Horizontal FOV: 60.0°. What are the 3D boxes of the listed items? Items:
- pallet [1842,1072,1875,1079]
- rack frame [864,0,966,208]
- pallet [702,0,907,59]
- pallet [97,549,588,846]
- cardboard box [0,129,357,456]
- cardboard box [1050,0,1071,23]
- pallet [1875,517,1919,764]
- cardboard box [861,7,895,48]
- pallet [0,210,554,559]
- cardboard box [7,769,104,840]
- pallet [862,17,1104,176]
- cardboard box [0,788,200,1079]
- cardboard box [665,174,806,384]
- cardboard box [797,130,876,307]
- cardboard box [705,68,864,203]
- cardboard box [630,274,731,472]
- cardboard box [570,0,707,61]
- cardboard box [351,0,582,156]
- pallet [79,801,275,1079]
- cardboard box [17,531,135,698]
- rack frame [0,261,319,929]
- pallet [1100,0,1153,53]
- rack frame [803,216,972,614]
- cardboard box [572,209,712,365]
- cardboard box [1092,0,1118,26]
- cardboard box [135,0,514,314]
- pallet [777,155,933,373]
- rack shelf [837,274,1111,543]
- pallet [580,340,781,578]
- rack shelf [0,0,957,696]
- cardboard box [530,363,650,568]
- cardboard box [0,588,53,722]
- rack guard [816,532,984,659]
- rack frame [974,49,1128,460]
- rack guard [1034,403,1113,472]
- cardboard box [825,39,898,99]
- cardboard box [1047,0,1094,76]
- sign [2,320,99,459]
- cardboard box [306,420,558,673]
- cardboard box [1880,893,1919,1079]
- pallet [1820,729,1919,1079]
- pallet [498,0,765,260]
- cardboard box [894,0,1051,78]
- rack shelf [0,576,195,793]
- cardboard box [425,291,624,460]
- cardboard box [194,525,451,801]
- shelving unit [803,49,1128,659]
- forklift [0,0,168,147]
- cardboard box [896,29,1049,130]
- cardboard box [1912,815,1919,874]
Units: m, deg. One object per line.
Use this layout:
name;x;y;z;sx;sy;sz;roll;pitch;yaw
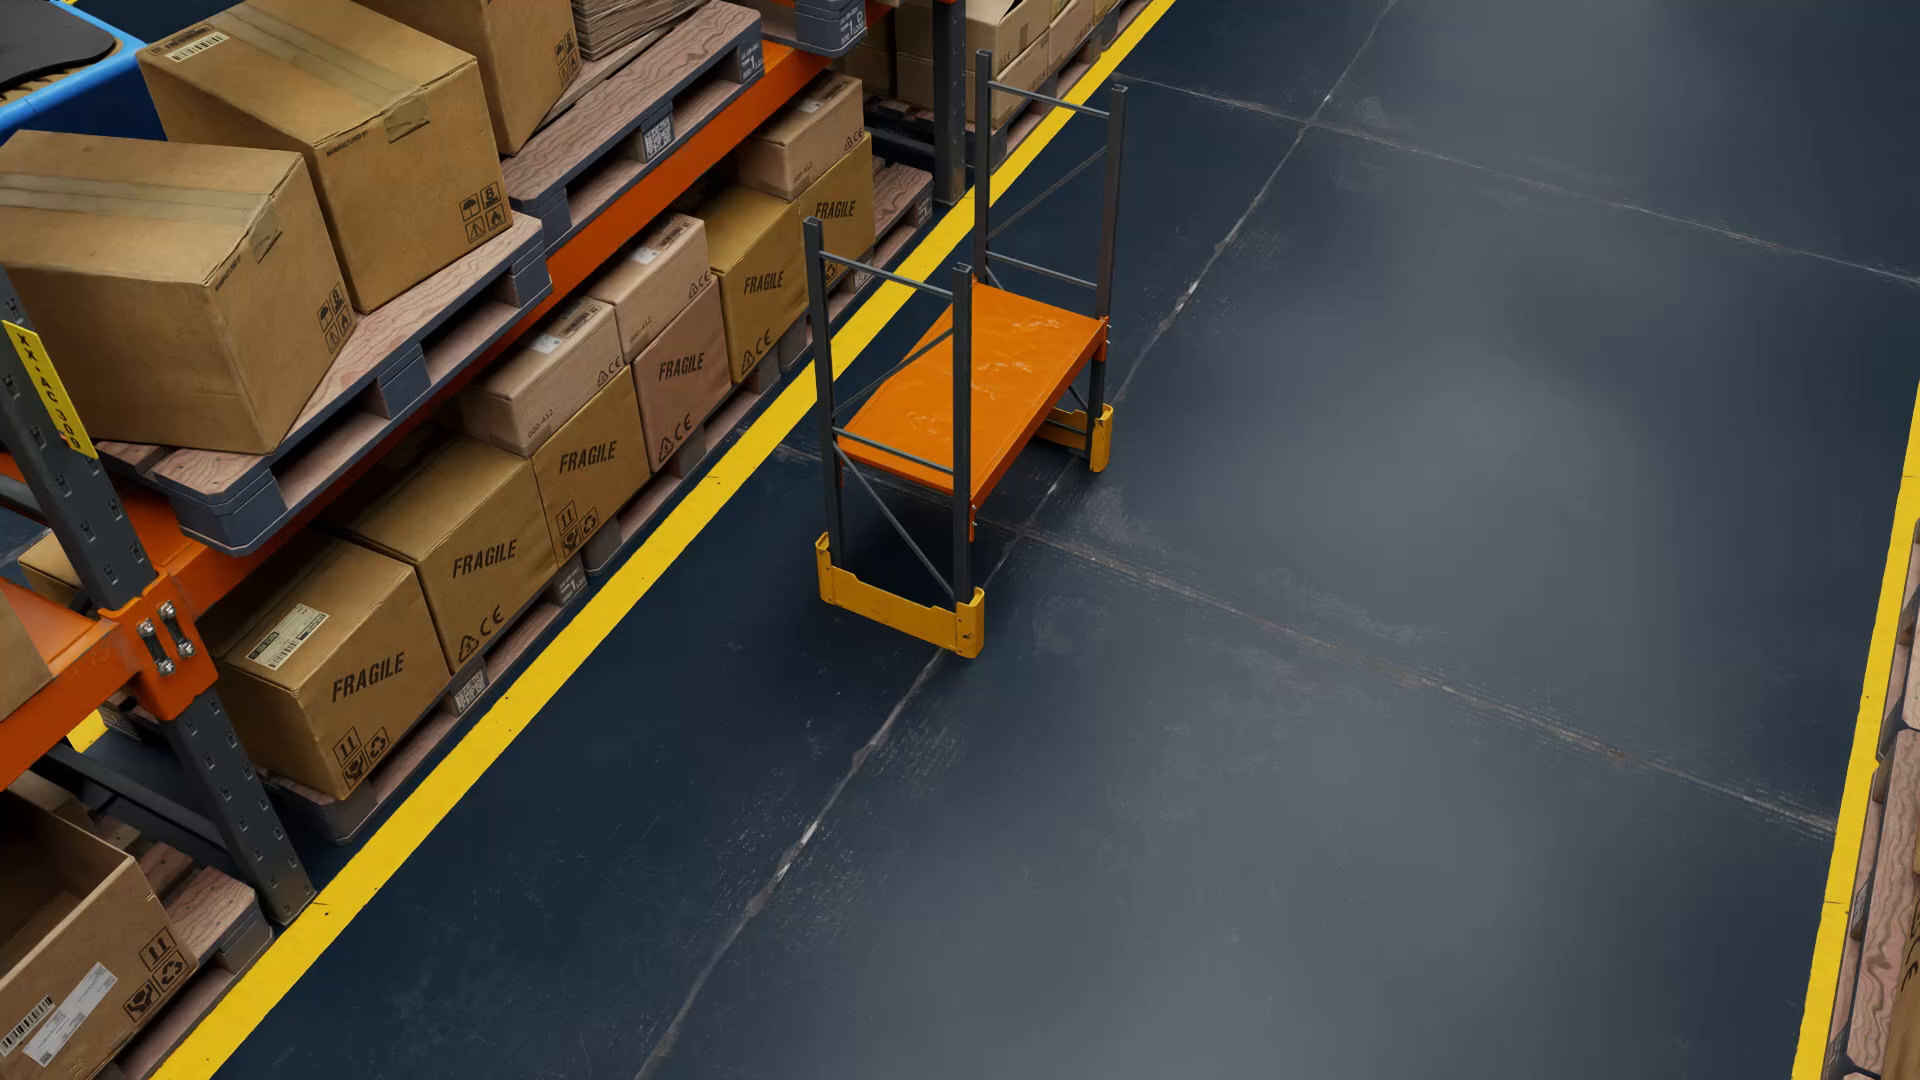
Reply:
pallet;2.378;1.935;3.689;1.003;0.211;1.213;20;49;19
rack frame;-0.446;-2.687;6.297;1.000;3.000;0.127;20;49;19
pallet;-0.699;-2.169;5.920;1.213;0.211;1.003;20;49;19
pallet;-1.959;0.288;5.317;1.003;0.211;1.213;20;49;19
cardboard box;-1.885;-0.574;3.843;0.700;0.500;0.500;6;46;6
cardboard box;0.293;-2.632;7.486;0.500;0.311;0.500;19;48;18
pallet;3.510;0.398;5.208;1.003;0.211;1.213;20;49;19
cardboard box;-0.421;-2.477;7.332;0.500;0.311;0.500;22;49;20
pallet;-1.835;-0.567;4.336;1.003;0.211;1.213;20;49;19
cardboard box;-2.689;0.816;4.415;0.500;0.311;0.500;20;49;19
pallet;-0.029;-2.213;7.788;1.003;0.211;1.213;20;49;19
cardboard box;-2.316;1.009;4.091;0.500;0.500;0.500;20;49;19
cardboard box;-0.913;-0.970;6.048;0.500;0.500;0.500;19;48;18
cardboard box;-0.672;-1.296;6.370;0.500;0.500;0.500;22;49;21
cardboard box;-0.695;-1.523;6.067;0.500;0.250;0.500;22;49;21
cardboard box;-1.151;-0.638;5.719;0.500;0.500;0.500;19;48;18
cardboard box;-1.232;-1.923;5.176;0.700;0.500;0.500;30;52;26
cardboard box;-1.538;-1.483;4.741;0.700;0.500;0.500;9;46;9
pallet;-2.623;1.245;4.371;1.003;0.211;1.213;20;49;19
cardboard box;-2.328;0.151;4.940;0.500;0.500;0.500;20;49;19
rack frame;-2.303;-0.167;3.806;1.000;3.000;0.127;20;49;19
pallet;0.538;-2.978;8.545;1.003;0.211;1.213;20;49;19
rack frame;-0.196;-0.261;4.953;0.500;1.500;0.032;20;49;19
cardboard box;-1.166;-0.877;5.429;0.500;0.250;0.500;20;49;18
cardboard box;0.526;-2.748;7.994;0.500;0.250;0.500;19;48;18
cardboard box;-1.622;-1.029;4.292;0.700;0.500;0.500;28;52;25
pallet;-0.826;-1.249;6.836;1.003;0.211;1.213;20;49;19
rack shelf;0.040;-0.455;5.398;0.538;0.185;1.000;20;49;19
pallet;-1.394;-0.483;6.079;1.003;0.211;1.213;20;49;19
rack shelf;-1.375;-1.174;5.307;1.077;0.370;4.000;20;49;19
cardboard box;-1.386;-0.319;5.405;0.500;0.500;0.500;21;49;20
cardboard box;-2.308;0.197;3.376;0.500;0.500;0.500;21;49;20
rack guard;-0.196;0.178;5.398;0.587;0.250;0.087;20;49;19
rack frame;0.276;-0.901;5.586;0.500;1.500;0.032;20;49;19
rack guard;0.267;-0.450;6.019;0.587;0.250;0.087;20;49;19
cardboard box;-0.418;-2.280;7.532;0.500;0.250;0.500;22;49;20
cardboard box;0.290;-2.418;7.669;0.500;0.250;0.500;19;48;18
sign;-1.819;-0.297;3.326;0.100;0.325;0.005;20;49;19
cardboard box;-1.625;-0.007;5.096;0.500;0.500;0.500;21;49;20
cardboard box;2.683;1.061;3.809;0.750;0.750;0.750;22;49;20
pallet;2.943;1.164;4.451;1.003;0.211;1.213;20;49;19
pallet;-1.345;-1.393;5.153;1.003;0.211;1.213;20;49;19
cardboard box;0.057;-2.298;7.156;0.500;0.311;0.500;22;49;20
rack shelf;-3.231;1.346;2.817;1.077;0.370;4.000;20;49;19
cardboard box;-1.398;-0.561;5.116;0.500;0.250;0.500;21;49;19
cardboard box;-1.863;0.333;4.760;0.500;0.500;0.500;18;48;17
shelving unit;0.035;-0.575;5.264;0.587;1.500;1.083;20;49;19
forklift;-4.406;-2.419;6.080;3.031;2.935;1.130;28;52;25
cardboard box;0.057;-2.101;7.356;0.500;0.250;0.500;20;49;19
cardboard box;3.073;0.524;4.339;0.750;0.750;0.750;20;49;19
